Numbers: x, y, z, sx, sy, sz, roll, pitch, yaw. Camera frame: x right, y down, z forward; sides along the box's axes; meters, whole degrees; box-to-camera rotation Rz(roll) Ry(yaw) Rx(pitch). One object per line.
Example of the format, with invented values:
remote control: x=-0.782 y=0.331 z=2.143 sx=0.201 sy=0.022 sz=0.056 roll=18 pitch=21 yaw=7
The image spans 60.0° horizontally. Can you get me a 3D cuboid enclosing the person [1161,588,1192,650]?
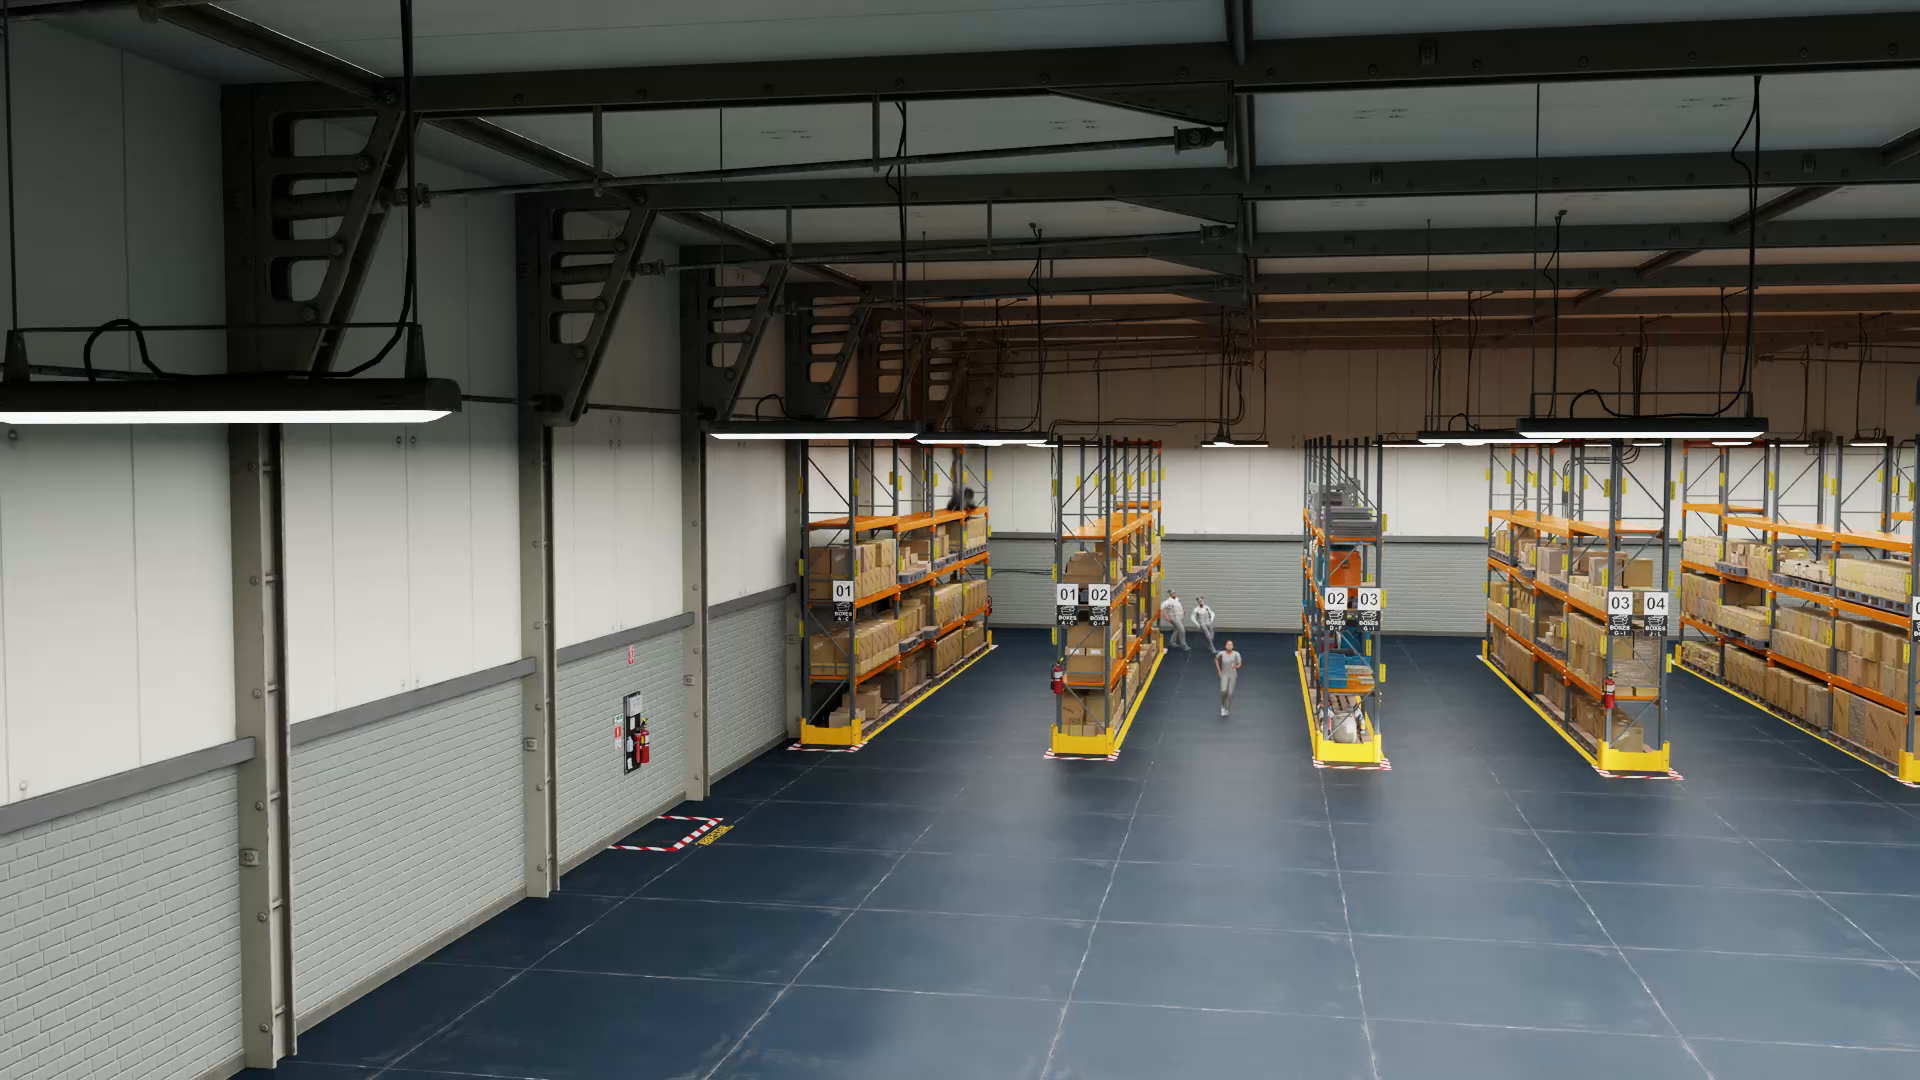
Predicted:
person: x=6.263 y=2.275 z=47.768 sx=0.832 sy=1.784 sz=0.702 roll=2 pitch=4 yaw=39

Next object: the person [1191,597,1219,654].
person: x=6.884 y=2.387 z=46.861 sx=0.745 sy=1.598 sz=0.653 roll=-1 pitch=3 yaw=-15

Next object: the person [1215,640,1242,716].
person: x=5.774 y=2.956 z=35.768 sx=0.555 sy=1.647 sz=0.710 roll=0 pitch=3 yaw=5

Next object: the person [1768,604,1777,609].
person: x=22.161 y=2.486 z=45.315 sx=0.813 sy=1.587 sz=0.546 roll=1 pitch=3 yaw=11
